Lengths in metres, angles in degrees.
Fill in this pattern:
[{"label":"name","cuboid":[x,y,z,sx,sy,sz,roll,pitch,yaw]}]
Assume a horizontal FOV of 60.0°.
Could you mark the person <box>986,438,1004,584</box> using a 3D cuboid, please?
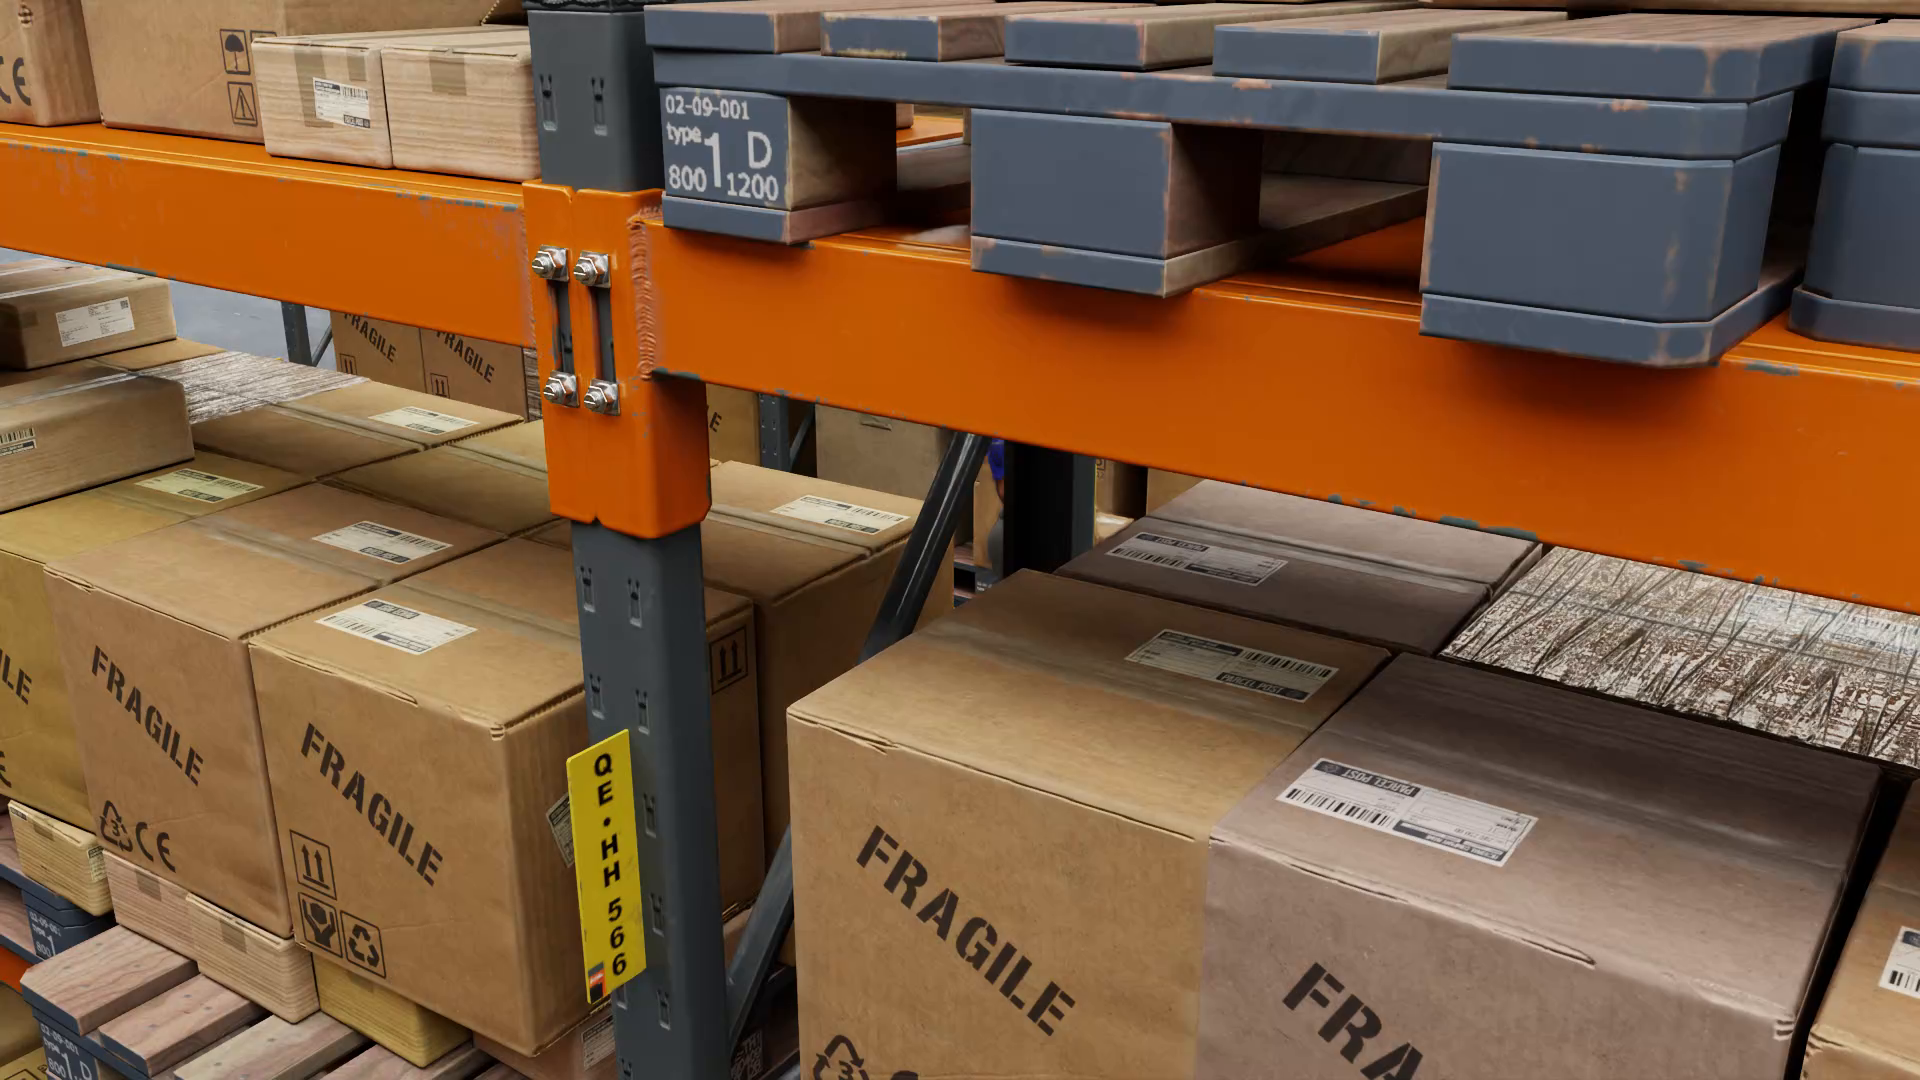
[{"label":"person","cuboid":[0.328,0.026,6.507,0.449,1.658,0.494,13,24,32]}]
